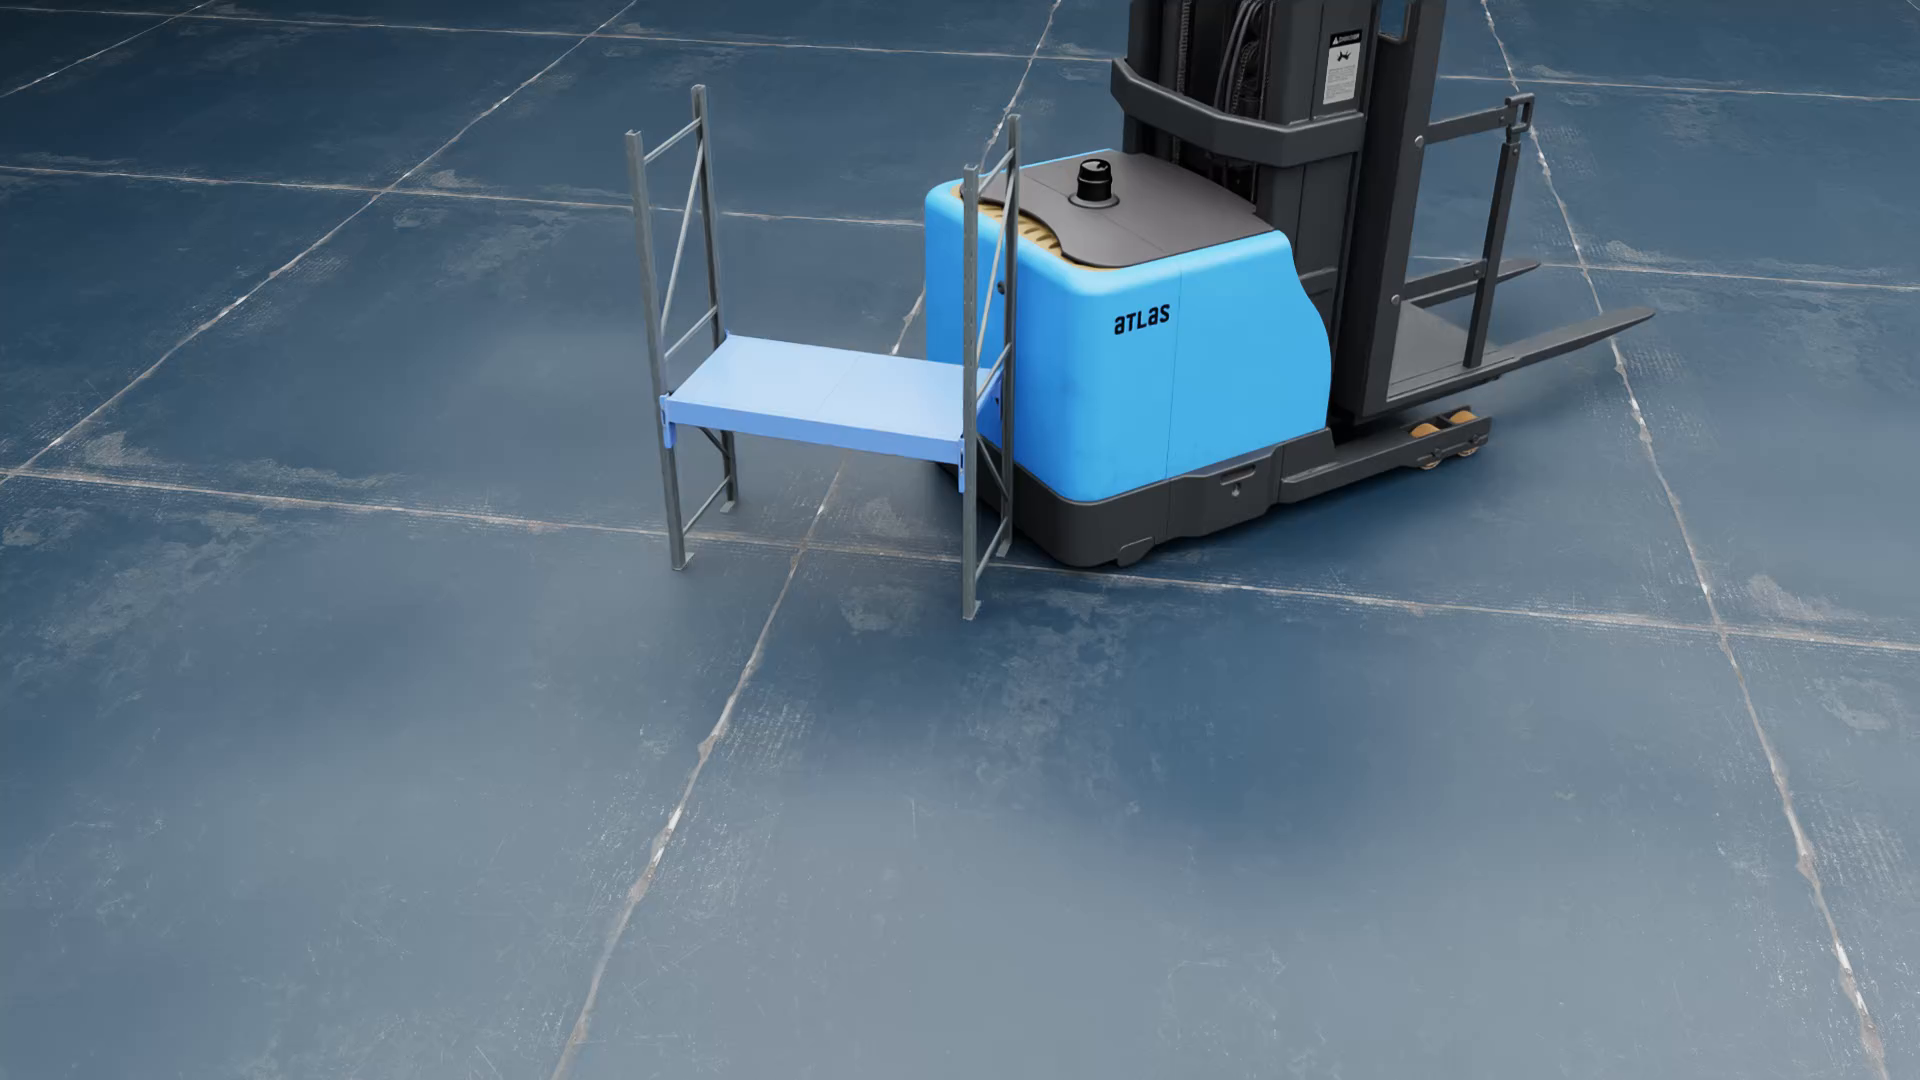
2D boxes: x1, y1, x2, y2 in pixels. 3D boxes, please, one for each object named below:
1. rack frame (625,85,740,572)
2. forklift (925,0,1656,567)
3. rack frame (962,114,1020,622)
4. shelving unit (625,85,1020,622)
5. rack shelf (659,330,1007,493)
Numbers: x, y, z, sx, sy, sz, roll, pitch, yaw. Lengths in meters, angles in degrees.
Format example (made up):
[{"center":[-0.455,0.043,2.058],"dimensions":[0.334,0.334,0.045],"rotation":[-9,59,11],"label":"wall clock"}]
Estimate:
[{"center":[-0.880,-0.658,5.387],"dimensions":[0.032,1.500,0.500],"rotation":[9,33,14],"label":"rack frame"},{"center":[1.393,-1.726,5.745],"dimensions":[3.031,2.935,1.130],"rotation":[-18,36,-26],"label":"forklift"},{"center":[0.095,-0.504,5.141],"dimensions":[0.032,1.500,0.500],"rotation":[9,33,14],"label":"rack frame"},{"center":[-0.393,-0.581,5.264],"dimensions":[1.048,1.500,0.538],"rotation":[9,33,14],"label":"shelving unit"},{"center":[-0.393,-0.428,5.359],"dimensions":[1.000,0.185,0.538],"rotation":[9,33,14],"label":"rack shelf"}]
